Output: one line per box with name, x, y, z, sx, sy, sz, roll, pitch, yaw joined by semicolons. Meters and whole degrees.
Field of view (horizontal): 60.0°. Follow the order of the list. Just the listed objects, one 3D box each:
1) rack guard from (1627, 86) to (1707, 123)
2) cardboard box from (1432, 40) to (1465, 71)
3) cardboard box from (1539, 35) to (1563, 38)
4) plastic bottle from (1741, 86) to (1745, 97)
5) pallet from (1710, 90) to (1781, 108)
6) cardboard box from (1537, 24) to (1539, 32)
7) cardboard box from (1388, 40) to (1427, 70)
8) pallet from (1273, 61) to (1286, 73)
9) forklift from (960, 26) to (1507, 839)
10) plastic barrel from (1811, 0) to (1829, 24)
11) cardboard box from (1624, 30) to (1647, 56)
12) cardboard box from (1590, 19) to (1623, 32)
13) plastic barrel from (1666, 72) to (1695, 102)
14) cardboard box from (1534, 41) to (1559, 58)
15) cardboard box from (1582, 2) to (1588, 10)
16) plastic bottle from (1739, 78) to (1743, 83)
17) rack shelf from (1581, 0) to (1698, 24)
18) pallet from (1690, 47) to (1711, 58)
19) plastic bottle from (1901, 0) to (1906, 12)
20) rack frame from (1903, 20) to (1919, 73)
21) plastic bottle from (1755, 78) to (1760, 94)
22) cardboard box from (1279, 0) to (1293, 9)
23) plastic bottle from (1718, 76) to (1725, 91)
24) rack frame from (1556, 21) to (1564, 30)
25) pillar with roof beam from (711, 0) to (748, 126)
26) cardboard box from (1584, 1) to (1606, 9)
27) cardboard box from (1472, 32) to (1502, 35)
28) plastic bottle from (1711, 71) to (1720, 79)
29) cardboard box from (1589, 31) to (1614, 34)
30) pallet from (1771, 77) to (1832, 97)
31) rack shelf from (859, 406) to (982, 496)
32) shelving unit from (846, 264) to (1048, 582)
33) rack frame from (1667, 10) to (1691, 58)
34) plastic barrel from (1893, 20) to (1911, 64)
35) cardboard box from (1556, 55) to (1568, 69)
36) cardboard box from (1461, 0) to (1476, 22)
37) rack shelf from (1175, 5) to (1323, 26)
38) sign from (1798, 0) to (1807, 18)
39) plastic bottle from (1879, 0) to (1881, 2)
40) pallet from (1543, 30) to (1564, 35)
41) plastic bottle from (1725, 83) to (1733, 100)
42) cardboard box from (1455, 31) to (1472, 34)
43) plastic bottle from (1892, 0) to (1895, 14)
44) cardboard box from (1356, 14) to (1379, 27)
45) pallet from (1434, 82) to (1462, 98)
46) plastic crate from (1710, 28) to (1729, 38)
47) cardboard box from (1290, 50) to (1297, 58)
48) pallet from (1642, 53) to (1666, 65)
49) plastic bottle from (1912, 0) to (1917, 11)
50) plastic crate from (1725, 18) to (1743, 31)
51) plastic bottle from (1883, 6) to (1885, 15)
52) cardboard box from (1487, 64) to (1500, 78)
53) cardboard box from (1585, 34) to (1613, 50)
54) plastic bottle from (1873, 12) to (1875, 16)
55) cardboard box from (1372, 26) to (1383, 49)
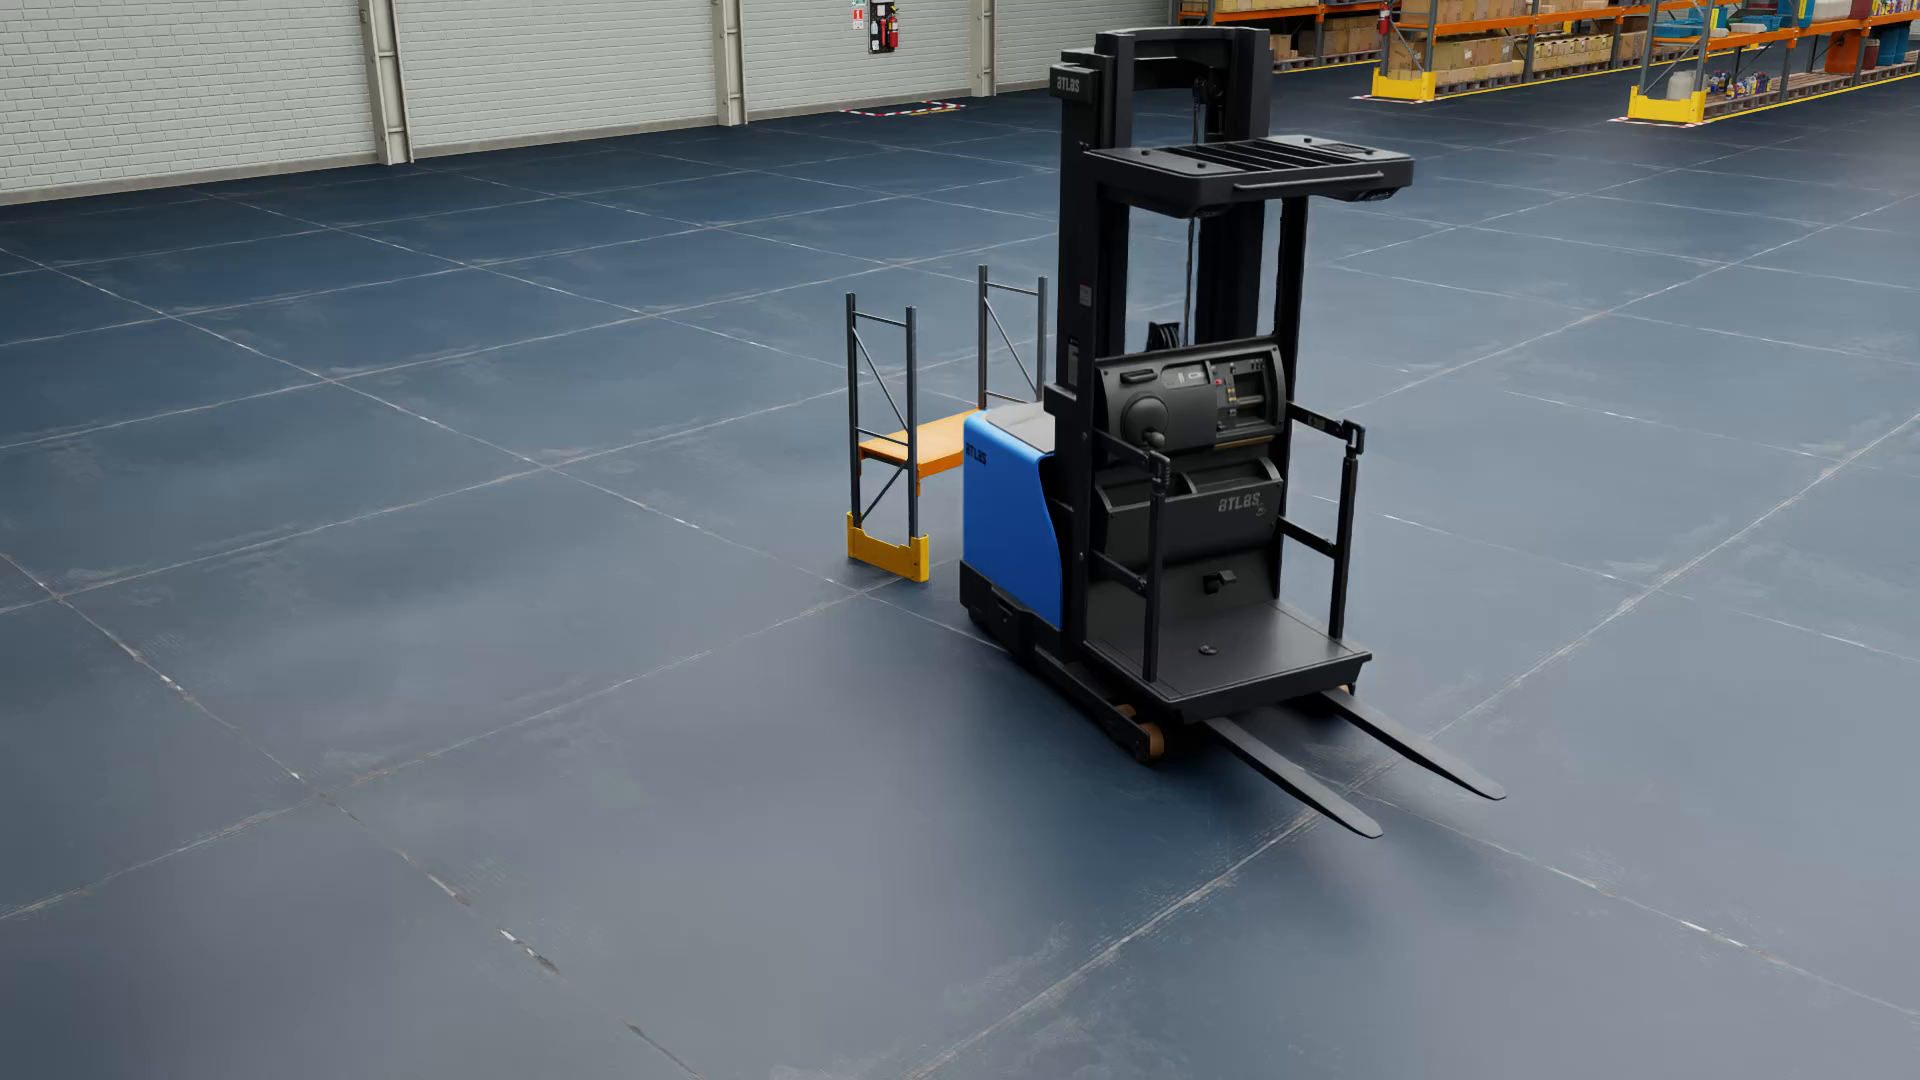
rack guard;11.872;-7.327;27.940;1.175;0.500;0.348;19;28;41
cardboard box;9.188;-9.177;31.471;0.500;0.500;0.500;19;28;41
cardboard box;12.594;-10.605;35.450;0.500;0.311;0.500;18;28;39
plastic bottle;13.719;-7.889;29.205;0.097;0.201;0.097;0;21;0
pallet;14.145;-8.027;30.163;1.003;0.211;1.213;19;28;41
cardboard box;14.800;-13.621;43.730;0.700;0.500;0.500;18;27;39
cardboard box;8.468;-9.178;31.474;0.500;0.500;0.500;19;28;41
pallet;6.251;-10.172;35.744;1.003;0.211;1.213;19;28;41
forklift;1.119;-0.604;7.061;1.130;2.935;3.031;-10;23;-25
plastic barrel;15.980;-9.934;31.048;0.433;0.535;0.433;0;21;0
cardboard box;15.124;-11.107;37.162;0.500;0.500;0.500;19;28;40
cardboard box;14.408;-11.463;37.042;0.500;0.250;0.500;-19;28;-40
plastic barrel;12.257;-7.685;28.271;0.421;0.512;0.421;0;21;0
cardboard box;11.917;-10.077;34.076;0.500;0.311;0.500;19;28;40
cardboard box;13.038;-11.300;35.144;0.250;0.149;0.380;-18;27;-38
plastic bottle;13.849;-8.044;29.494;0.061;0.283;0.133;19;28;41
rack shelf;15.283;-11.938;37.455;1.077;0.370;4.000;19;28;41
pallet;17.158;-11.662;39.622;1.003;0.211;1.213;19;28;41
plastic bottle;19.319;-10.989;34.157;0.152;0.276;0.135;19;28;41
rack frame;20.224;-11.547;35.435;1.000;3.000;0.127;19;28;41
plastic bottle;14.183;-8.089;29.611;0.133;0.283;0.061;-18;27;-39
cardboard box;6.739;-11.453;35.371;0.500;0.250;0.500;19;28;40
plastic bottle;13.768;-8.251;30.050;0.097;0.271;0.097;0;21;0
rack frame;15.916;-15.055;44.562;1.000;3.000;0.127;19;28;41
pillar with roof beam;-0.663;-9.976;22.988;9.100;9.000;0.400;19;28;41
cardboard box;13.458;-11.342;35.252;0.380;0.149;0.250;19;28;41
cardboard box;10.549;-9.953;33.490;0.500;0.500;0.500;19;28;41
plastic bottle;13.651;-8.307;30.086;0.144;0.351;0.185;18;27;38
cardboard box;14.372;-11.097;37.136;0.500;0.500;0.500;-19;28;-40
pallet;16.015;-8.716;31.956;1.003;0.211;1.213;19;28;41
rack shelf;-0.060;-0.510;9.313;0.538;0.185;1.000;19;28;41
shelving unit;-0.053;-0.680;9.255;0.587;1.500;1.083;19;28;41
rack frame;16.678;-12.788;38.663;1.000;3.000;0.127;19;28;41
plastic barrel;19.833;-10.628;35.384;0.600;0.901;0.708;19;28;41
cardboard box;12.273;-9.950;34.529;0.500;0.250;0.500;18;28;39
cardboard box;9.355;-10.129;31.607;0.700;0.500;0.500;19;28;41
rack shelf;6.150;-11.120;35.328;1.077;0.370;4.000;19;28;41
sign;15.030;-9.479;29.670;0.100;0.325;0.005;19;28;41
plastic bottle;19.091;-11.189;34.678;0.152;0.276;0.135;19;28;41
pallet;15.415;-13.528;44.476;1.003;0.211;1.213;19;28;41
plastic bottle;13.341;-7.782;28.830;0.097;0.271;0.097;0;21;0
cardboard box;12.148;-12.790;41.081;0.750;0.750;0.750;-19;28;-40
plastic bottle;18.873;-10.809;33.694;0.097;0.271;0.097;0;21;0
cardboard box;9.428;-12.058;38.590;0.500;0.250;0.500;-20;28;-41
pallet;8.810;-8.608;31.677;1.003;0.211;1.213;19;28;41
plastic crate;12.708;-8.489;27.846;0.298;0.136;0.250;19;28;41
cardboard box;7.193;-10.708;36.588;0.380;0.166;0.250;15;26;34
pallet;15.286;-10.952;37.775;1.003;0.211;1.213;19;28;41
plastic bottle;19.817;-11.206;34.616;0.144;0.351;0.185;19;28;41
plastic crate;13.494;-9.113;29.399;0.450;0.188;0.662;19;28;41
plastic bottle;18.484;-10.632;33.333;0.097;0.201;0.097;0;21;0
cardboard box;10.236;-9.212;32.607;0.500;0.250;0.500;19;28;41
cardboard box;13.698;-10.737;35.795;0.500;0.311;0.500;-19;28;-41
plastic bottle;18.068;-10.512;32.922;0.097;0.271;0.097;0;21;0
cardboard box;9.428;-11.735;38.797;0.700;0.500;0.500;19;28;41
